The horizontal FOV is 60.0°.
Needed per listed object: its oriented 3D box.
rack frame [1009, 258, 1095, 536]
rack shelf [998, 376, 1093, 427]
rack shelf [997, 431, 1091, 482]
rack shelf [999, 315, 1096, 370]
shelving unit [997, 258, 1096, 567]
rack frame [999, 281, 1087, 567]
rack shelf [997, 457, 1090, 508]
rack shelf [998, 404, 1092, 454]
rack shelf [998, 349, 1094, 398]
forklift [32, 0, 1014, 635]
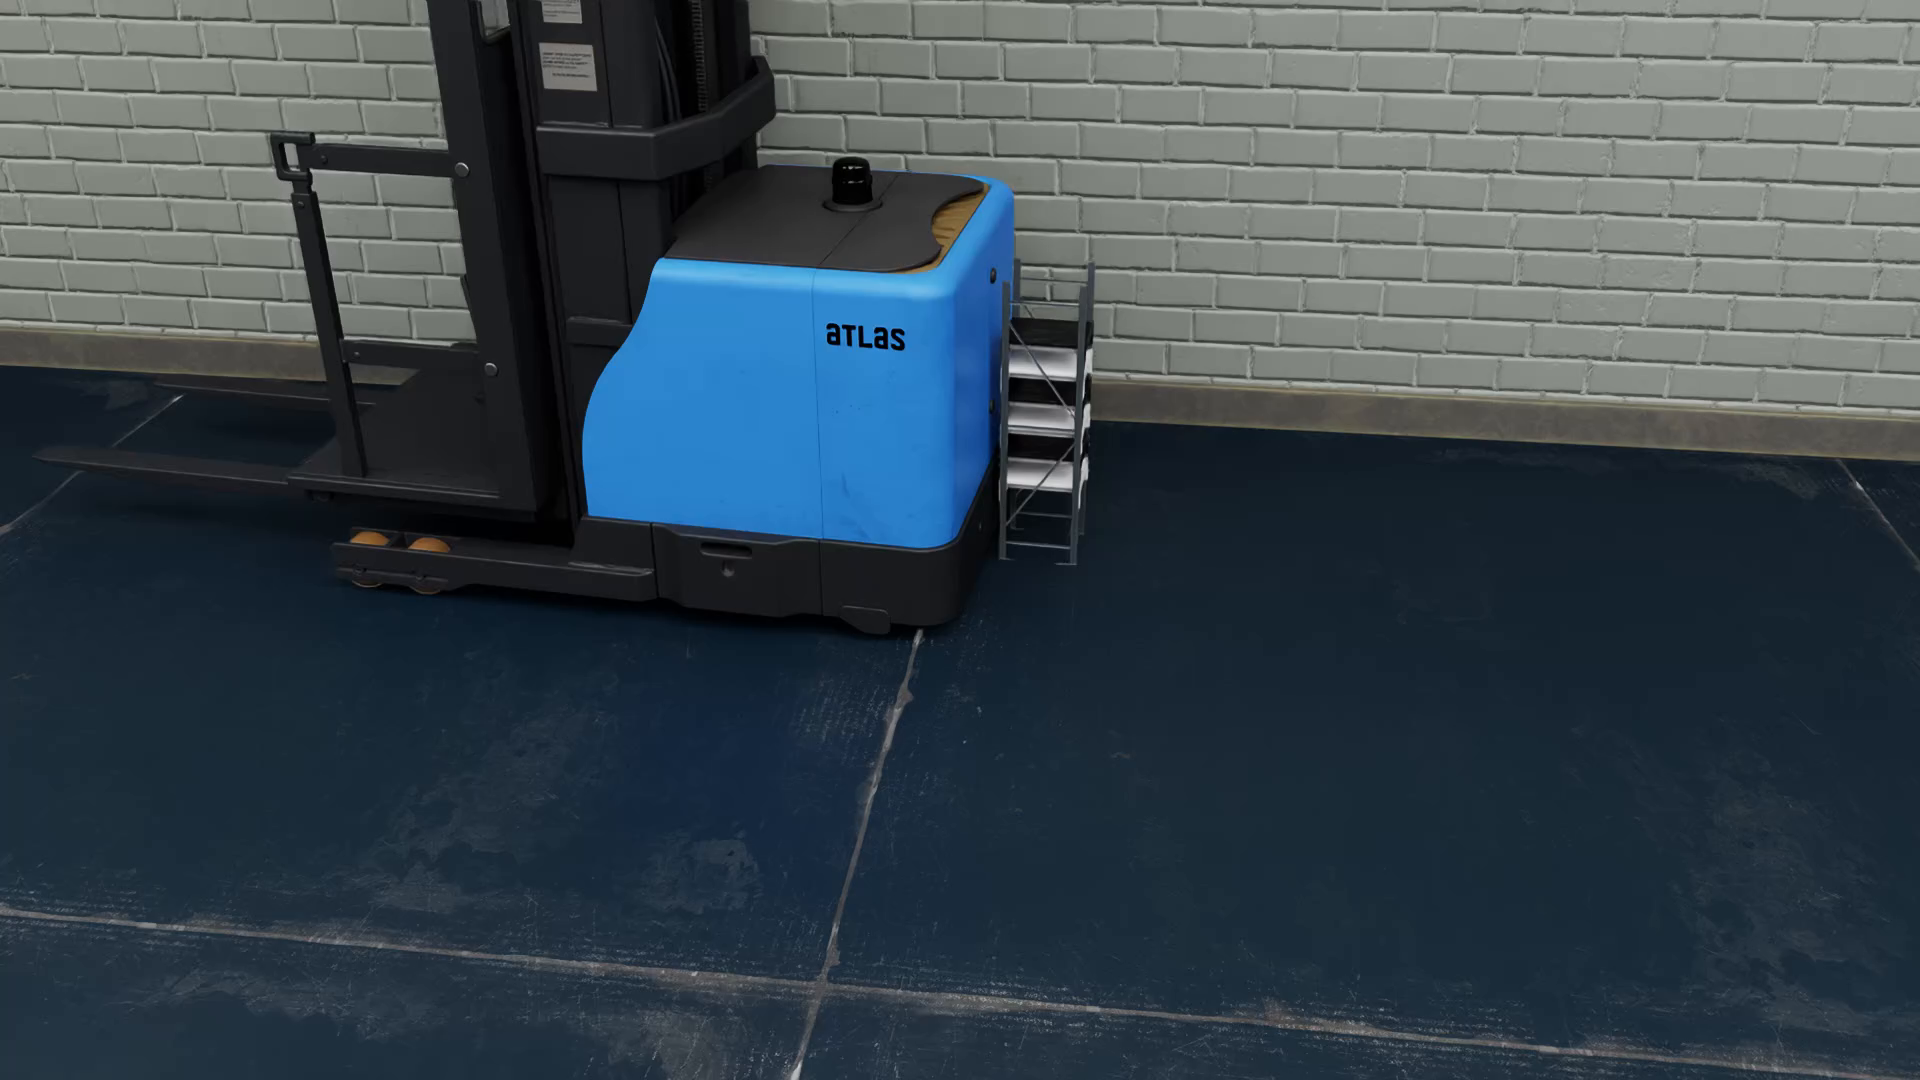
[{"bbox_3d":[0.276,-0.421,5.083,0.240,0.900,0.006,5,29,9],"label":"rack frame"},{"bbox_3d":[0.258,-0.424,4.968,0.258,0.077,0.200,5,29,9],"label":"rack shelf"},{"bbox_3d":[0.258,-0.265,5.054,0.258,0.077,0.200,5,29,9],"label":"rack shelf"},{"bbox_3d":[0.258,-0.582,4.883,0.258,0.077,0.200,5,29,9],"label":"rack shelf"},{"bbox_3d":[0.258,-0.374,4.995,0.258,0.900,0.210,5,29,9],"label":"shelving unit"},{"bbox_3d":[0.239,-0.326,4.907,0.240,0.900,0.006,5,29,9],"label":"rack frame"},{"bbox_3d":[0.258,-0.186,5.096,0.258,0.077,0.200,5,29,9],"label":"rack shelf"},{"bbox_3d":[0.258,-0.345,5.011,0.258,0.077,0.200,5,29,9],"label":"rack shelf"},{"bbox_3d":[0.258,-0.503,4.926,0.258,0.077,0.200,5,29,9],"label":"rack shelf"},{"bbox_3d":[-1.394,-1.366,4.695,3.031,2.935,1.130,6,29,10],"label":"forklift"}]
